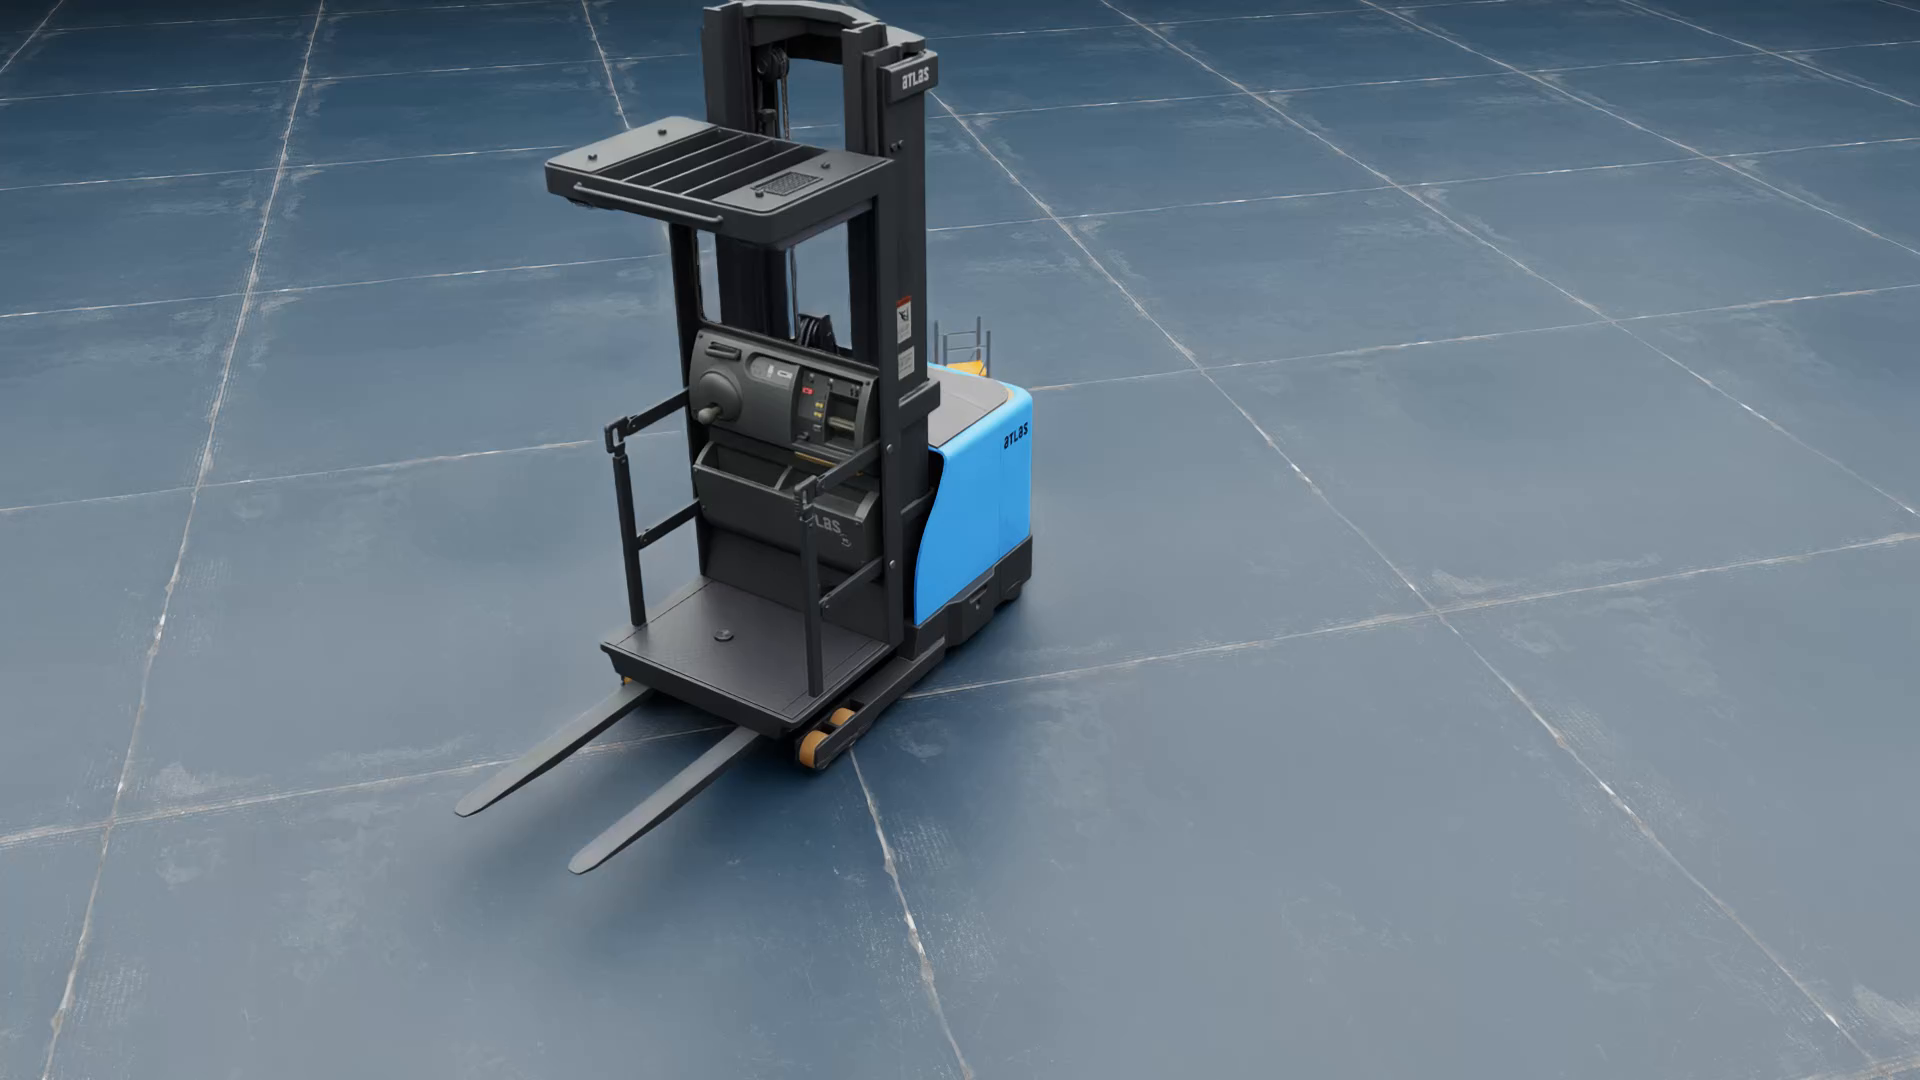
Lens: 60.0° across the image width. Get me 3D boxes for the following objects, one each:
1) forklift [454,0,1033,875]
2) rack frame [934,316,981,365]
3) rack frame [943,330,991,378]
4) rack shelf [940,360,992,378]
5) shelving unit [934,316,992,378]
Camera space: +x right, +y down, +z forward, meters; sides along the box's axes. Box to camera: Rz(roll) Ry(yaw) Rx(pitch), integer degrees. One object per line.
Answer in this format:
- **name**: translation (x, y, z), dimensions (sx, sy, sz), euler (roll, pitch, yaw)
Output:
- **forklift**: translation (-0.868, -0.562, 6.795), dimensions (1.130, 2.935, 3.031), euler (18, 35, 28)
- **rack frame**: translation (-0.013, -0.580, 8.555), dimensions (0.240, 1.200, 0.006), euler (-7, 31, -13)
- **rack frame**: translation (0.033, -0.492, 8.402), dimensions (0.240, 1.200, 0.006), euler (-7, 31, -13)
- **rack shelf**: translation (0.010, -0.809, 8.320), dimensions (0.258, 0.103, 0.180), euler (-7, 31, -13)
- **shelving unit**: translation (0.010, -0.536, 8.478), dimensions (0.258, 1.200, 0.189), euler (-7, 31, -13)
